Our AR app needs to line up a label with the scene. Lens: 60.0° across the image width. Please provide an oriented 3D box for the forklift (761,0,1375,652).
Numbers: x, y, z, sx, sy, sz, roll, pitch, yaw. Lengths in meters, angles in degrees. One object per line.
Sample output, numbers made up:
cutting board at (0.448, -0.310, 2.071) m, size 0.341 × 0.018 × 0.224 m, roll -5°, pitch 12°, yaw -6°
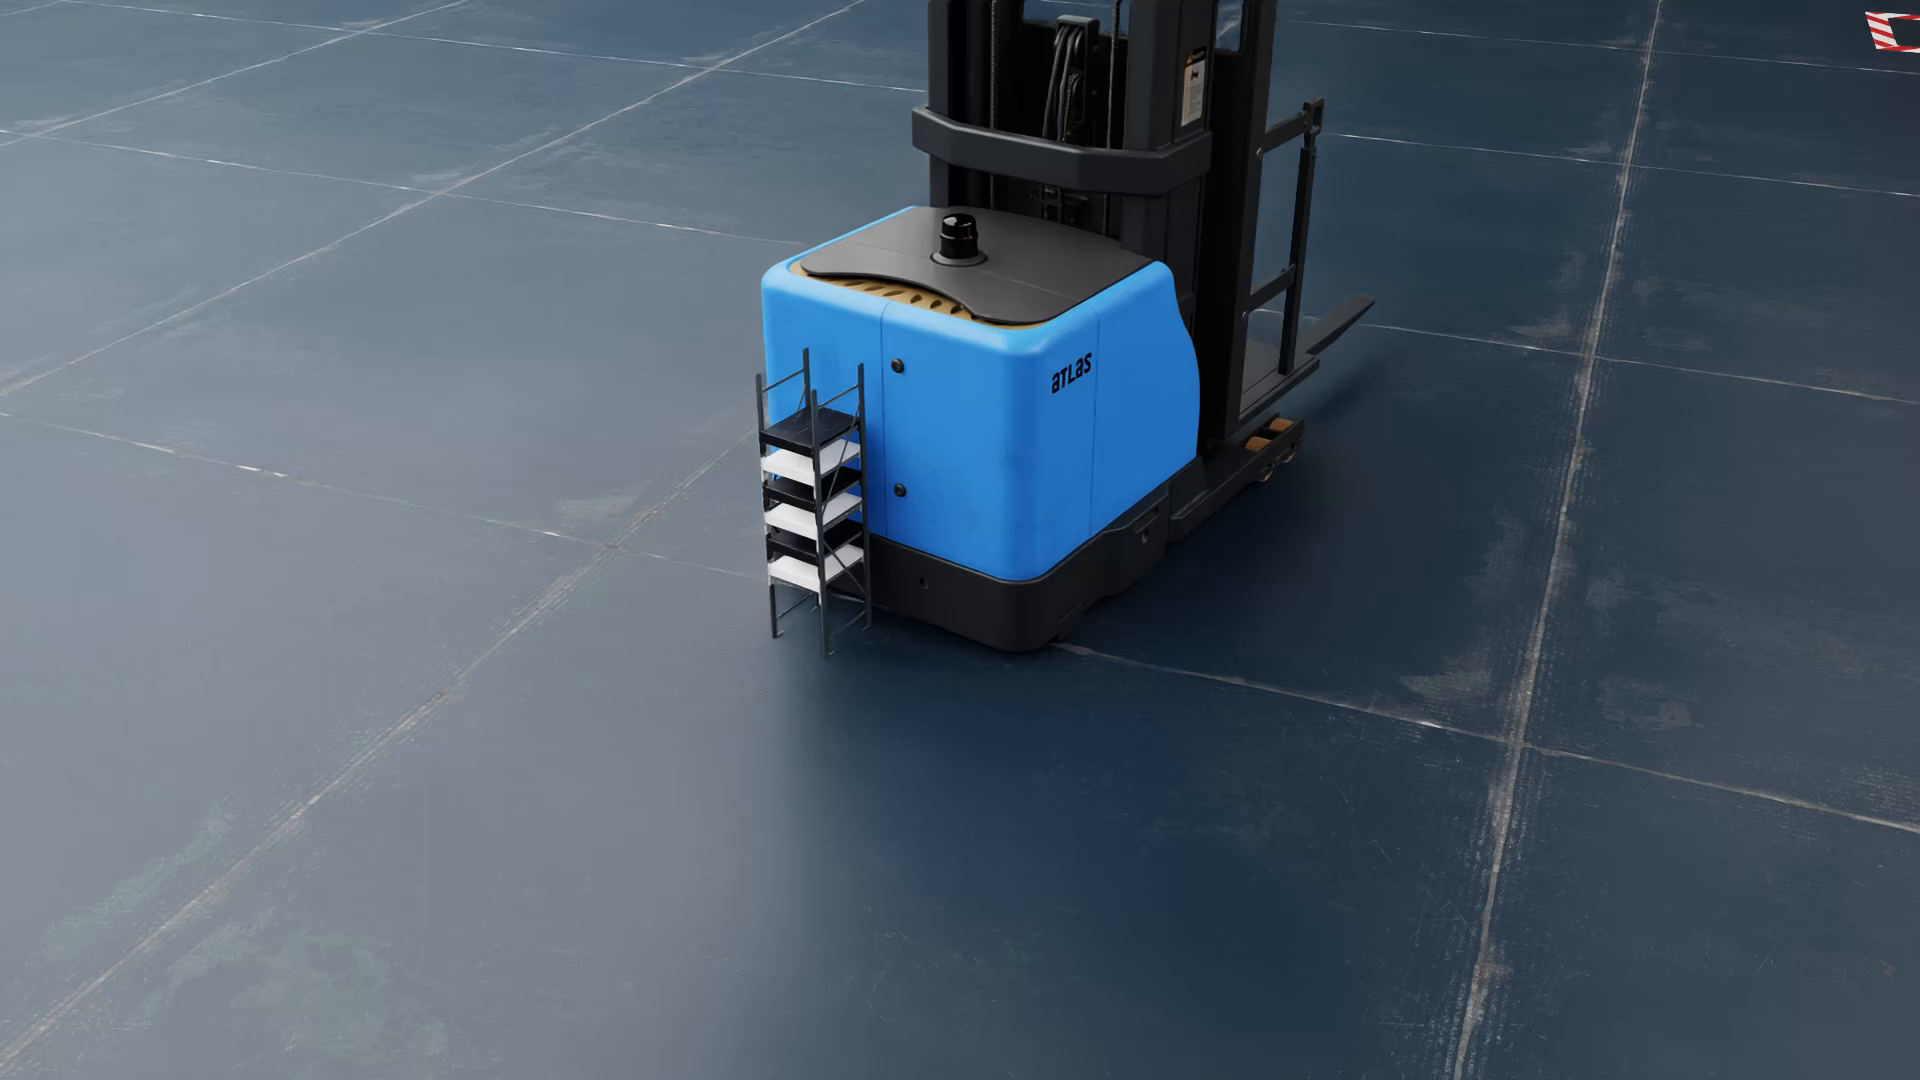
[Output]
forklift at (0.640, -1.612, 5.624) m, size 1.130 × 2.935 × 3.031 m, roll 19°, pitch 35°, yaw 30°

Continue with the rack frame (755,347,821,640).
rack frame at (-0.518, -0.130, 5.065) m, size 0.006 × 0.900 × 0.240 m, roll 18°, pitch 34°, yaw 29°

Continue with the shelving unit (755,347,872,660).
shelving unit at (-0.434, -0.102, 5.016) m, size 0.210 × 0.900 × 0.258 m, roll 18°, pitch 34°, yaw 29°

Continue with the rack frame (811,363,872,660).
rack frame at (-0.350, -0.074, 4.967) m, size 0.006 × 0.900 × 0.240 m, roll 18°, pitch 34°, yaw 29°

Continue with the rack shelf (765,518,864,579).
rack shelf at (-0.434, 0.005, 5.077) m, size 0.200 × 0.077 × 0.258 m, roll 18°, pitch 34°, yaw 29°

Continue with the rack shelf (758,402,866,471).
rack shelf at (-0.434, -0.308, 4.900) m, size 0.200 × 0.077 × 0.258 m, roll 18°, pitch 34°, yaw 29°

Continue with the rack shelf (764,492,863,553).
rack shelf at (-0.434, -0.073, 5.032) m, size 0.200 × 0.077 × 0.258 m, roll 18°, pitch 34°, yaw 29°

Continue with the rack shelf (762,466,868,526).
rack shelf at (-0.434, -0.151, 4.988) m, size 0.200 × 0.077 × 0.258 m, roll 18°, pitch 34°, yaw 29°

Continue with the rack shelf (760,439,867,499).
rack shelf at (-0.434, -0.230, 4.944) m, size 0.200 × 0.077 × 0.258 m, roll 18°, pitch 34°, yaw 29°

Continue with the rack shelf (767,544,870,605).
rack shelf at (-0.434, 0.084, 5.121) m, size 0.200 × 0.077 × 0.258 m, roll 18°, pitch 34°, yaw 29°
